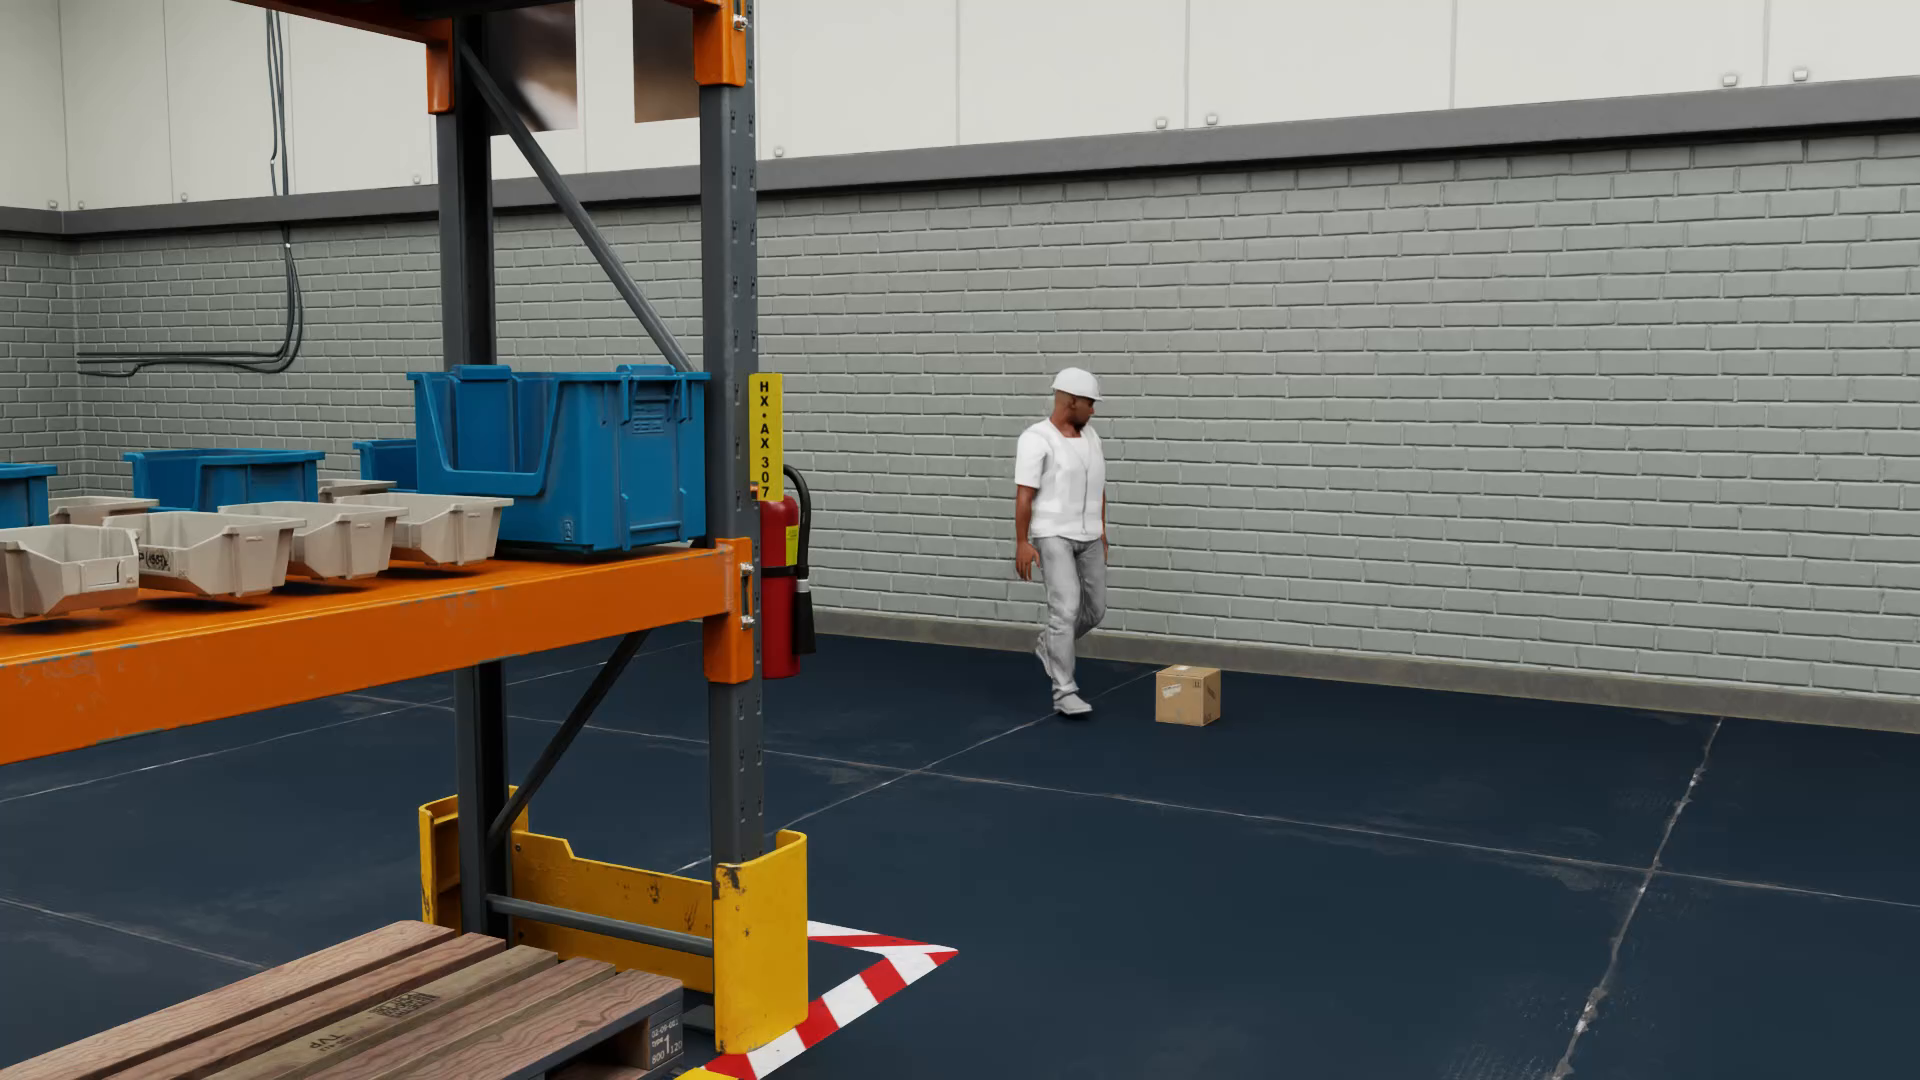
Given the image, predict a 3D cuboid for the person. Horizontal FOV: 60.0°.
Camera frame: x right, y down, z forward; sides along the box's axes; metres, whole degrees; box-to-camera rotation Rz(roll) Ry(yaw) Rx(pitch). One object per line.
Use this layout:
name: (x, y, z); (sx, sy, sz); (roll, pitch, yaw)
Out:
person: (0.529, -0.013, 8.617); (0.620, 1.752, 0.806); (-5, 7, -38)
